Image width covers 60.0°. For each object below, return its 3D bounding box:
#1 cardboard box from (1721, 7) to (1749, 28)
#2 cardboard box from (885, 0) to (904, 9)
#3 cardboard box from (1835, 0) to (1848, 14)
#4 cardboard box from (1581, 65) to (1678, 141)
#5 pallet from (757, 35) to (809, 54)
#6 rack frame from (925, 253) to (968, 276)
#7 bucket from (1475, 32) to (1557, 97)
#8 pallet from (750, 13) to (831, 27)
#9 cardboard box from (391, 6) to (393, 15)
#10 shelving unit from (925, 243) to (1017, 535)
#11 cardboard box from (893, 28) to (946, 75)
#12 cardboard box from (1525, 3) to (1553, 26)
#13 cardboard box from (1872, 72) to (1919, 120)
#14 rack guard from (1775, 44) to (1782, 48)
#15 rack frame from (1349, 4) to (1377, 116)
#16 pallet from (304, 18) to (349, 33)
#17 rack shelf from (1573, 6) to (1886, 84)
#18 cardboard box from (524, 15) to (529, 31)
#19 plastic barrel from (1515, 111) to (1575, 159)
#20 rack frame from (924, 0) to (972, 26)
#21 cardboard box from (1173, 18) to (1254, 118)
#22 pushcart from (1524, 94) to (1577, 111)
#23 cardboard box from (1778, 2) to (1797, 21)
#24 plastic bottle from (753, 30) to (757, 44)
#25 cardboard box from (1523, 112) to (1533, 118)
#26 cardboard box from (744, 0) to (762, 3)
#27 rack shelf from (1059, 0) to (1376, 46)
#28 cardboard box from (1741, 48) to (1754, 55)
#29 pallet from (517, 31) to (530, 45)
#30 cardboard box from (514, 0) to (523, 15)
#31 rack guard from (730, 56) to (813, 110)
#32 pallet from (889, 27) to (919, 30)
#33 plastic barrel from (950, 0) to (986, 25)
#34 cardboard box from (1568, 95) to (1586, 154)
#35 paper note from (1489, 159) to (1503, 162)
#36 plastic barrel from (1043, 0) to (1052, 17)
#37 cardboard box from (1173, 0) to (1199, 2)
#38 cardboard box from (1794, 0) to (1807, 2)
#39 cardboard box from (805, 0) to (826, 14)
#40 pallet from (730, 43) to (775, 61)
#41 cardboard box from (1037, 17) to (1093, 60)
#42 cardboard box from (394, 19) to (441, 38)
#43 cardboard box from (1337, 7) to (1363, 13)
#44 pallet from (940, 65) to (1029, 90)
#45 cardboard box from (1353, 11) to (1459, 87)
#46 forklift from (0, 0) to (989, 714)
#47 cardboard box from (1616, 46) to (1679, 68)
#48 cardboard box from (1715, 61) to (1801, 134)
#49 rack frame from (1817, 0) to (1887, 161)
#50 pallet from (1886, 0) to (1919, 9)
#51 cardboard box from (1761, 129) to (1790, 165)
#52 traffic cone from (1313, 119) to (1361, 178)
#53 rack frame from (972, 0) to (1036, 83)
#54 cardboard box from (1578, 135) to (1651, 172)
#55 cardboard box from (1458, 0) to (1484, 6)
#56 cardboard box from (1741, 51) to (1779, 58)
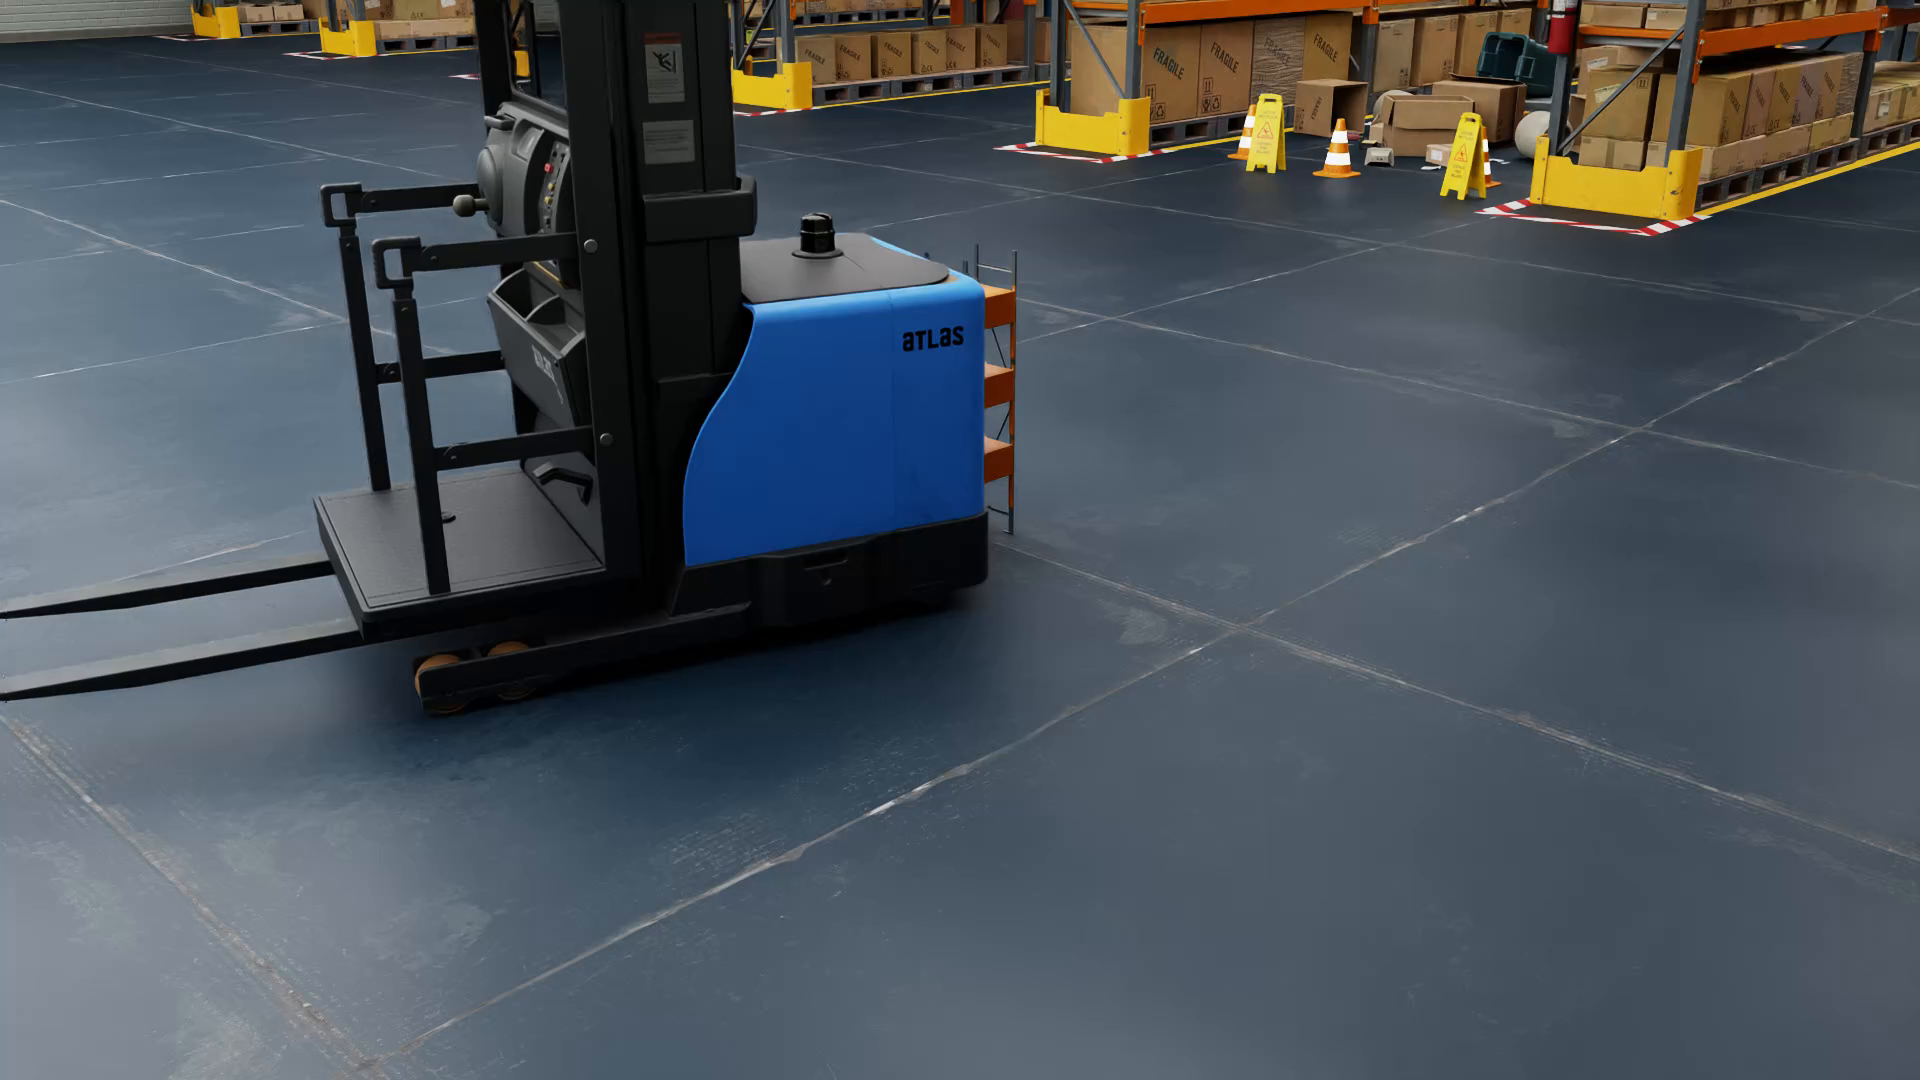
[{"bbox_3d":[5.664,-3.926,12.459,0.380,0.149,0.250,18,27,39],"label":"cardboard box"},{"bbox_3d":[-1.444,-10.652,32.478,0.500,0.500,0.500,19,28,41],"label":"cardboard box"},{"bbox_3d":[7.247,-4.530,14.030,0.380,0.149,0.250,19,28,41],"label":"cardboard box"},{"bbox_3d":[5.242,-3.425,13.008,0.500,0.500,0.500,19,28,41],"label":"cardboard box"},{"bbox_3d":[-2.469,-7.550,25.423,1.003,0.211,1.213,19,28,41],"label":"pallet"},{"bbox_3d":[-0.048,-0.472,5.840,0.200,1.050,0.008,19,28,41],"label":"rack frame"},{"bbox_3d":[5.600,-4.702,16.572,0.620,0.611,0.726,1,19,-28],"label":"bucket"},{"bbox_3d":[-3.197,-9.789,31.250,1.003,0.211,1.213,19,28,41],"label":"pallet"},{"bbox_3d":[-10.782,-9.881,30.472,0.500,0.500,0.500,17,27,37],"label":"cardboard box"},{"bbox_3d":[0.037,-0.504,5.922,0.215,1.050,0.252,19,28,41],"label":"shelving unit"},{"bbox_3d":[-0.519,-6.008,20.424,0.500,0.500,0.500,16,26,36],"label":"cardboard box"},{"bbox_3d":[7.488,-6.657,21.067,0.500,0.250,0.500,18,27,38],"label":"cardboard box"},{"bbox_3d":[9.007,-4.390,16.391,0.625,0.372,0.950,-19,28,-40],"label":"cardboard box"},{"bbox_3d":[12.361,-8.031,26.272,1.175,0.500,0.348,19,28,41],"label":"rack guard"},{"bbox_3d":[4.043,-6.133,17.849,1.000,3.000,0.127,19,28,41],"label":"rack frame"},{"bbox_3d":[-11.381,-9.321,30.031,1.003,0.211,1.213,19,28,41],"label":"pallet"},{"bbox_3d":[6.265,-4.070,13.485,1.077,0.370,4.000,19,28,41],"label":"rack shelf"},{"bbox_3d":[-7.058,-8.493,27.237,0.500,0.250,0.500,19,28,41],"label":"cardboard box"},{"bbox_3d":[5.226,-3.599,14.848,0.421,0.421,0.512,-2,21,-5],"label":"plastic barrel"},{"bbox_3d":[-0.198,-9.668,27.047,1.000,3.000,0.127,19,28,41],"label":"rack frame"},{"bbox_3d":[2.291,-4.726,16.566,0.875,0.875,0.875,19,28,40],"label":"cardboard box"},{"bbox_3d":[5.992,-4.254,16.615,1.648,0.377,0.936,9,23,23],"label":"pushcart"},{"bbox_3d":[6.377,-4.198,13.166,0.380,0.149,0.250,18,28,39],"label":"cardboard box"},{"bbox_3d":[-3.019,-7.368,24.349,0.097,0.201,0.097,0,21,0],"label":"plastic bottle"},{"bbox_3d":[5.554,-3.971,16.037,0.258,0.266,0.396,2,21,4],"label":"cardboard box"},{"bbox_3d":[-3.934,-9.887,30.082,0.500,0.311,0.500,-19,28,-41],"label":"cardboard box"},{"bbox_3d":[2.648,-5.283,16.641,1.077,0.370,4.000,19,28,41],"label":"rack shelf"},{"bbox_3d":[6.568,-4.251,14.253,0.250,0.149,0.380,-19,28,-40],"label":"cardboard box"},{"bbox_3d":[-7.120,-8.385,27.595,1.003,0.211,1.213,19,28,41],"label":"pallet"},{"bbox_3d":[-7.405,-8.714,26.767,0.500,0.500,0.500,19,28,41],"label":"cardboard box"},{"bbox_3d":[-2.177,-5.225,18.971,1.175,0.500,0.348,19,28,41],"label":"rack guard"},{"bbox_3d":[-0.767,-8.177,27.054,1.003,0.211,1.213,19,28,41],"label":"pallet"},{"bbox_3d":[0.131,-8.981,27.699,0.600,0.830,0.708,19,28,41],"label":"plastic barrel"},{"bbox_3d":[5.938,-3.819,15.311,0.500,0.500,0.500,-2,21,-5],"label":"cardboard box"},{"bbox_3d":[4.803,-3.422,14.952,0.142,0.019,0.148,-10,23,-24],"label":"paper note"},{"bbox_3d":[1.706,-9.595,29.197,0.600,0.901,0.708,19,28,41],"label":"plastic barrel"},{"bbox_3d":[1.847,-5.428,15.807,0.875,0.550,0.550,19,28,41],"label":"cardboard box"},{"bbox_3d":[6.462,-4.527,13.119,0.500,0.500,0.500,19,28,40],"label":"cardboard box"},{"bbox_3d":[-2.861,-10.129,31.117,0.500,0.500,0.500,18,27,39],"label":"cardboard box"},{"bbox_3d":[-3.487,-7.176,24.450,1.003,0.211,1.213,19,28,41],"label":"pallet"},{"bbox_3d":[1.350,-6.709,22.220,0.700,0.500,0.500,19,28,40],"label":"cardboard box"},{"bbox_3d":[-8.446,-7.976,25.893,0.500,0.250,0.500,19,28,41],"label":"cardboard box"},{"bbox_3d":[5.709,-8.491,26.362,1.225,0.875,0.875,19,28,41],"label":"cardboard box"},{"bbox_3d":[0.117,-5.917,21.175,1.003,0.211,1.213,19,28,41],"label":"pallet"},{"bbox_3d":[5.087,-5.708,19.294,1.050,0.750,0.750,19,28,41],"label":"cardboard box"},{"bbox_3d":[-1.457,-1.086,4.814,3.031,2.935,1.130,-10,23,-25],"label":"forklift"},{"bbox_3d":[5.450,-3.839,13.180,0.250,0.149,0.380,-19,28,-40],"label":"cardboard box"},{"bbox_3d":[6.364,-3.561,13.360,0.500,0.500,0.500,-20,28,-41],"label":"cardboard box"},{"bbox_3d":[7.660,-4.920,14.694,1.000,3.000,0.127,19,28,41],"label":"rack frame"},{"bbox_3d":[8.298,-4.990,15.144,1.003,0.211,1.213,19,28,41],"label":"pallet"},{"bbox_3d":[6.364,-3.215,13.506,0.500,0.250,0.500,-18,27,-39],"label":"cardboard box"},{"bbox_3d":[3.213,-3.331,14.097,0.336,0.463,0.334,19,28,41],"label":"traffic cone"},{"bbox_3d":[0.560,-7.400,21.147,1.000,3.000,0.127,19,28,41],"label":"rack frame"},{"bbox_3d":[5.258,-3.085,13.168,0.500,0.250,0.500,19,28,40],"label":"cardboard box"},{"bbox_3d":[8.542,-9.504,28.998,0.875,0.875,0.875,19,28,41],"label":"cardboard box"},{"bbox_3d":[6.690,-3.958,14.393,0.500,0.500,0.500,-19,28,-40],"label":"cardboard box"}]
